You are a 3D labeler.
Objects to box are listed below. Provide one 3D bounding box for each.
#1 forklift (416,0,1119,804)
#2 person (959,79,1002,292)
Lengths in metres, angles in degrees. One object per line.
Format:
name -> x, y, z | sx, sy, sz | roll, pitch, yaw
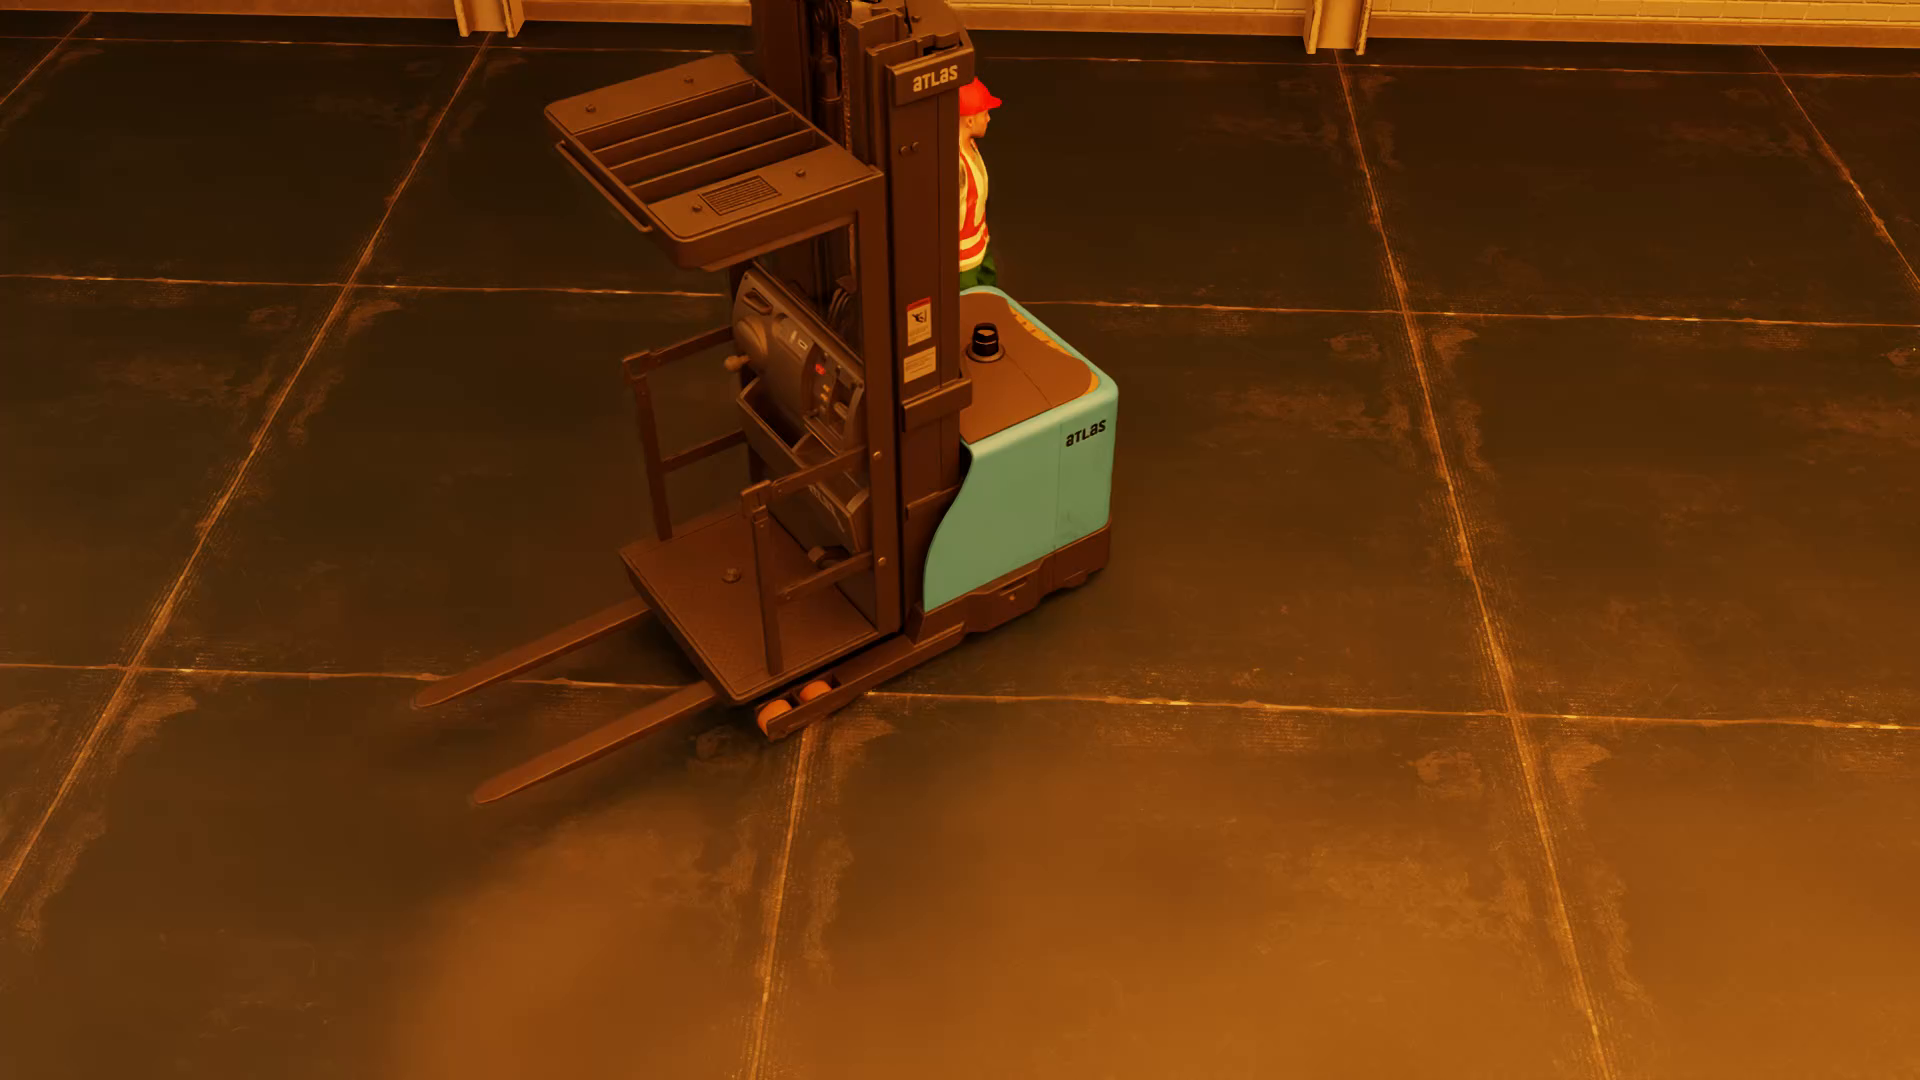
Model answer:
forklift -> -0.813, -0.653, 6.458 | 3.031, 2.935, 1.130 | -25, 48, -25
person -> -0.080, -1.405, 8.215 | 0.495, 1.749, 0.871 | 7, 43, 8
